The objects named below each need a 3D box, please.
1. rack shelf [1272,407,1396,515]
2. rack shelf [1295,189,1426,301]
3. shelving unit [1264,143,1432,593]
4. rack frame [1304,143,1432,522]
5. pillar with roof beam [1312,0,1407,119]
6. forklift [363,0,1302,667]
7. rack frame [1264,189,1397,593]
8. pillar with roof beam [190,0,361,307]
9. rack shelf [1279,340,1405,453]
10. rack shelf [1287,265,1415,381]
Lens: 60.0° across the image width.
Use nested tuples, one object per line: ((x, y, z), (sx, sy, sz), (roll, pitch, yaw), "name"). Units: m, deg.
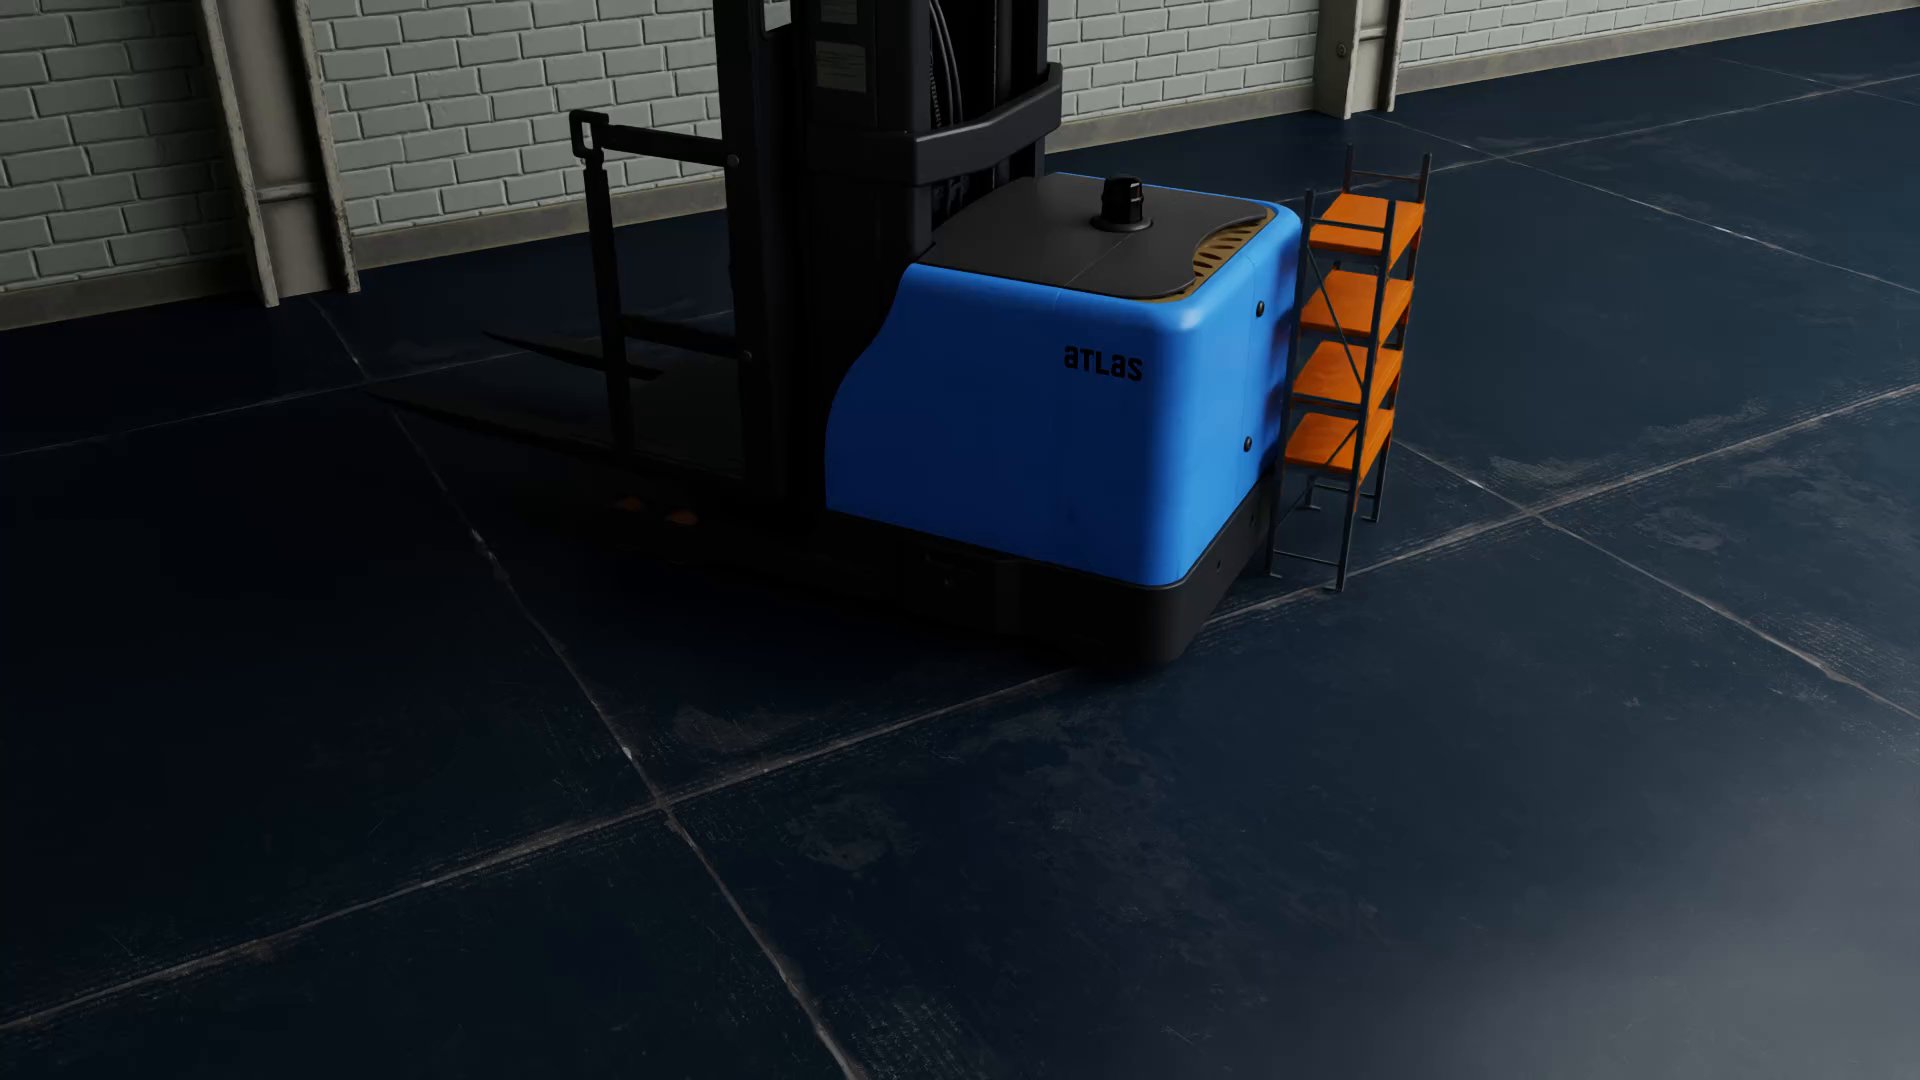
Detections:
((1.137, -0.269, 5.043), (0.258, 0.148, 0.480), (13, 31, 21), "rack shelf")
((1.142, -0.845, 4.723), (0.258, 0.148, 0.480), (13, 31, 21), "rack shelf")
((1.139, -0.501, 4.914), (0.258, 1.200, 0.503), (13, 31, 21), "shelving unit")
((1.240, -0.609, 5.109), (0.240, 1.200, 0.015), (13, 31, 21), "rack frame")
((4.510, -4.710, 4.470), (0.400, 9.000, 9.100), (-16, 33, -26), "pillar with roof beam")
((-0.558, -1.419, 4.788), (3.031, 2.935, 1.130), (14, 32, 23), "forklift")
((1.038, -0.394, 4.720), (0.240, 1.200, 0.015), (13, 31, 21), "rack frame")
((-0.663, -3.241, 1.809), (0.400, 9.000, 9.100), (-16, 33, -26), "pillar with roof beam")
((1.139, -0.442, 4.947), (0.258, 0.148, 0.480), (13, 31, 21), "rack shelf")
((1.140, -0.638, 4.838), (0.258, 0.148, 0.480), (13, 31, 21), "rack shelf")
